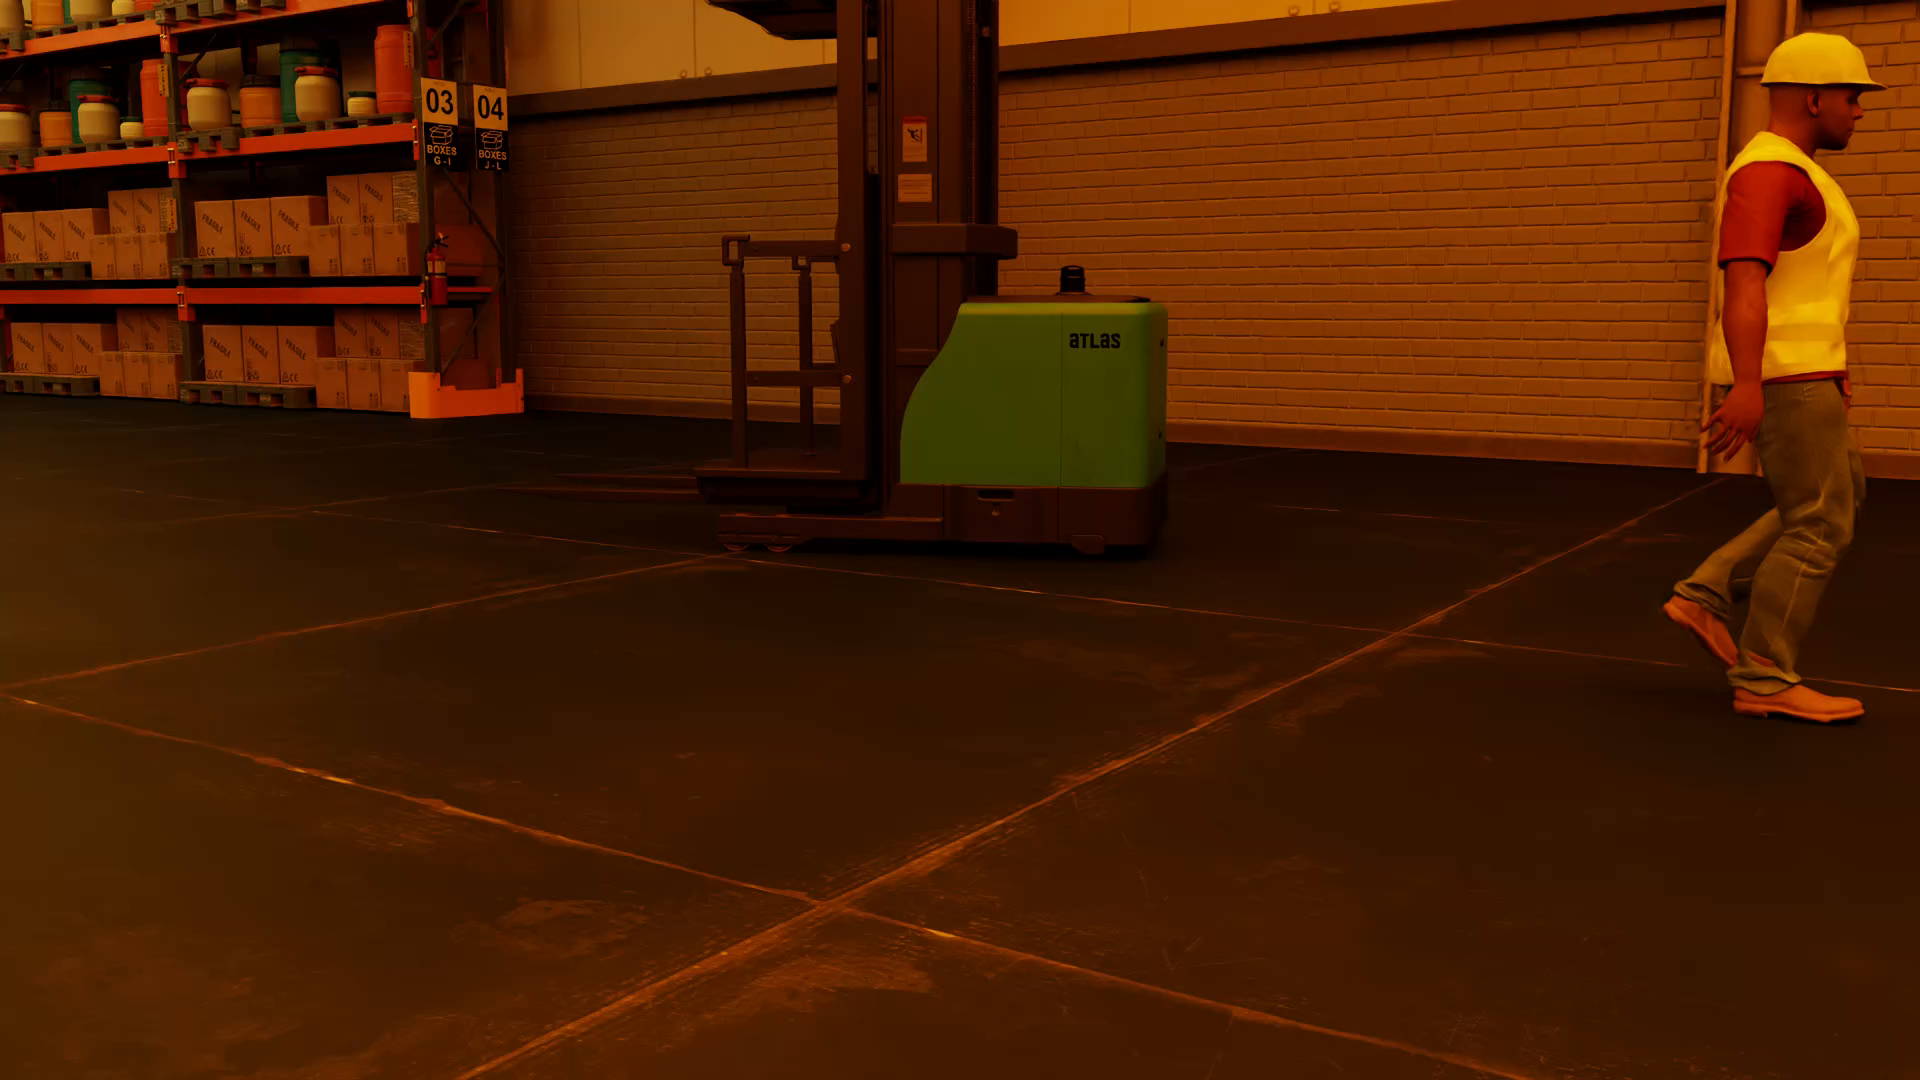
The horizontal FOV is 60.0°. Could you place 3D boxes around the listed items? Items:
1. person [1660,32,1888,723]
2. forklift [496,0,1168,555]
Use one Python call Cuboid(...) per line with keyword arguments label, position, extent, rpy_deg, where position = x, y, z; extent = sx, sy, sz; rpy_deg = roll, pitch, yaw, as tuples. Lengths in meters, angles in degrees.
Cuboid(label="person", position=(2.136, -0.417, 4.339), extent=(0.489, 1.746, 0.771), rpy_deg=(3, 9, 20))
Cuboid(label="forklift", position=(-0.596, -1.469, 7.520), extent=(3.031, 2.935, 1.130), rpy_deg=(2, 8, 12))
